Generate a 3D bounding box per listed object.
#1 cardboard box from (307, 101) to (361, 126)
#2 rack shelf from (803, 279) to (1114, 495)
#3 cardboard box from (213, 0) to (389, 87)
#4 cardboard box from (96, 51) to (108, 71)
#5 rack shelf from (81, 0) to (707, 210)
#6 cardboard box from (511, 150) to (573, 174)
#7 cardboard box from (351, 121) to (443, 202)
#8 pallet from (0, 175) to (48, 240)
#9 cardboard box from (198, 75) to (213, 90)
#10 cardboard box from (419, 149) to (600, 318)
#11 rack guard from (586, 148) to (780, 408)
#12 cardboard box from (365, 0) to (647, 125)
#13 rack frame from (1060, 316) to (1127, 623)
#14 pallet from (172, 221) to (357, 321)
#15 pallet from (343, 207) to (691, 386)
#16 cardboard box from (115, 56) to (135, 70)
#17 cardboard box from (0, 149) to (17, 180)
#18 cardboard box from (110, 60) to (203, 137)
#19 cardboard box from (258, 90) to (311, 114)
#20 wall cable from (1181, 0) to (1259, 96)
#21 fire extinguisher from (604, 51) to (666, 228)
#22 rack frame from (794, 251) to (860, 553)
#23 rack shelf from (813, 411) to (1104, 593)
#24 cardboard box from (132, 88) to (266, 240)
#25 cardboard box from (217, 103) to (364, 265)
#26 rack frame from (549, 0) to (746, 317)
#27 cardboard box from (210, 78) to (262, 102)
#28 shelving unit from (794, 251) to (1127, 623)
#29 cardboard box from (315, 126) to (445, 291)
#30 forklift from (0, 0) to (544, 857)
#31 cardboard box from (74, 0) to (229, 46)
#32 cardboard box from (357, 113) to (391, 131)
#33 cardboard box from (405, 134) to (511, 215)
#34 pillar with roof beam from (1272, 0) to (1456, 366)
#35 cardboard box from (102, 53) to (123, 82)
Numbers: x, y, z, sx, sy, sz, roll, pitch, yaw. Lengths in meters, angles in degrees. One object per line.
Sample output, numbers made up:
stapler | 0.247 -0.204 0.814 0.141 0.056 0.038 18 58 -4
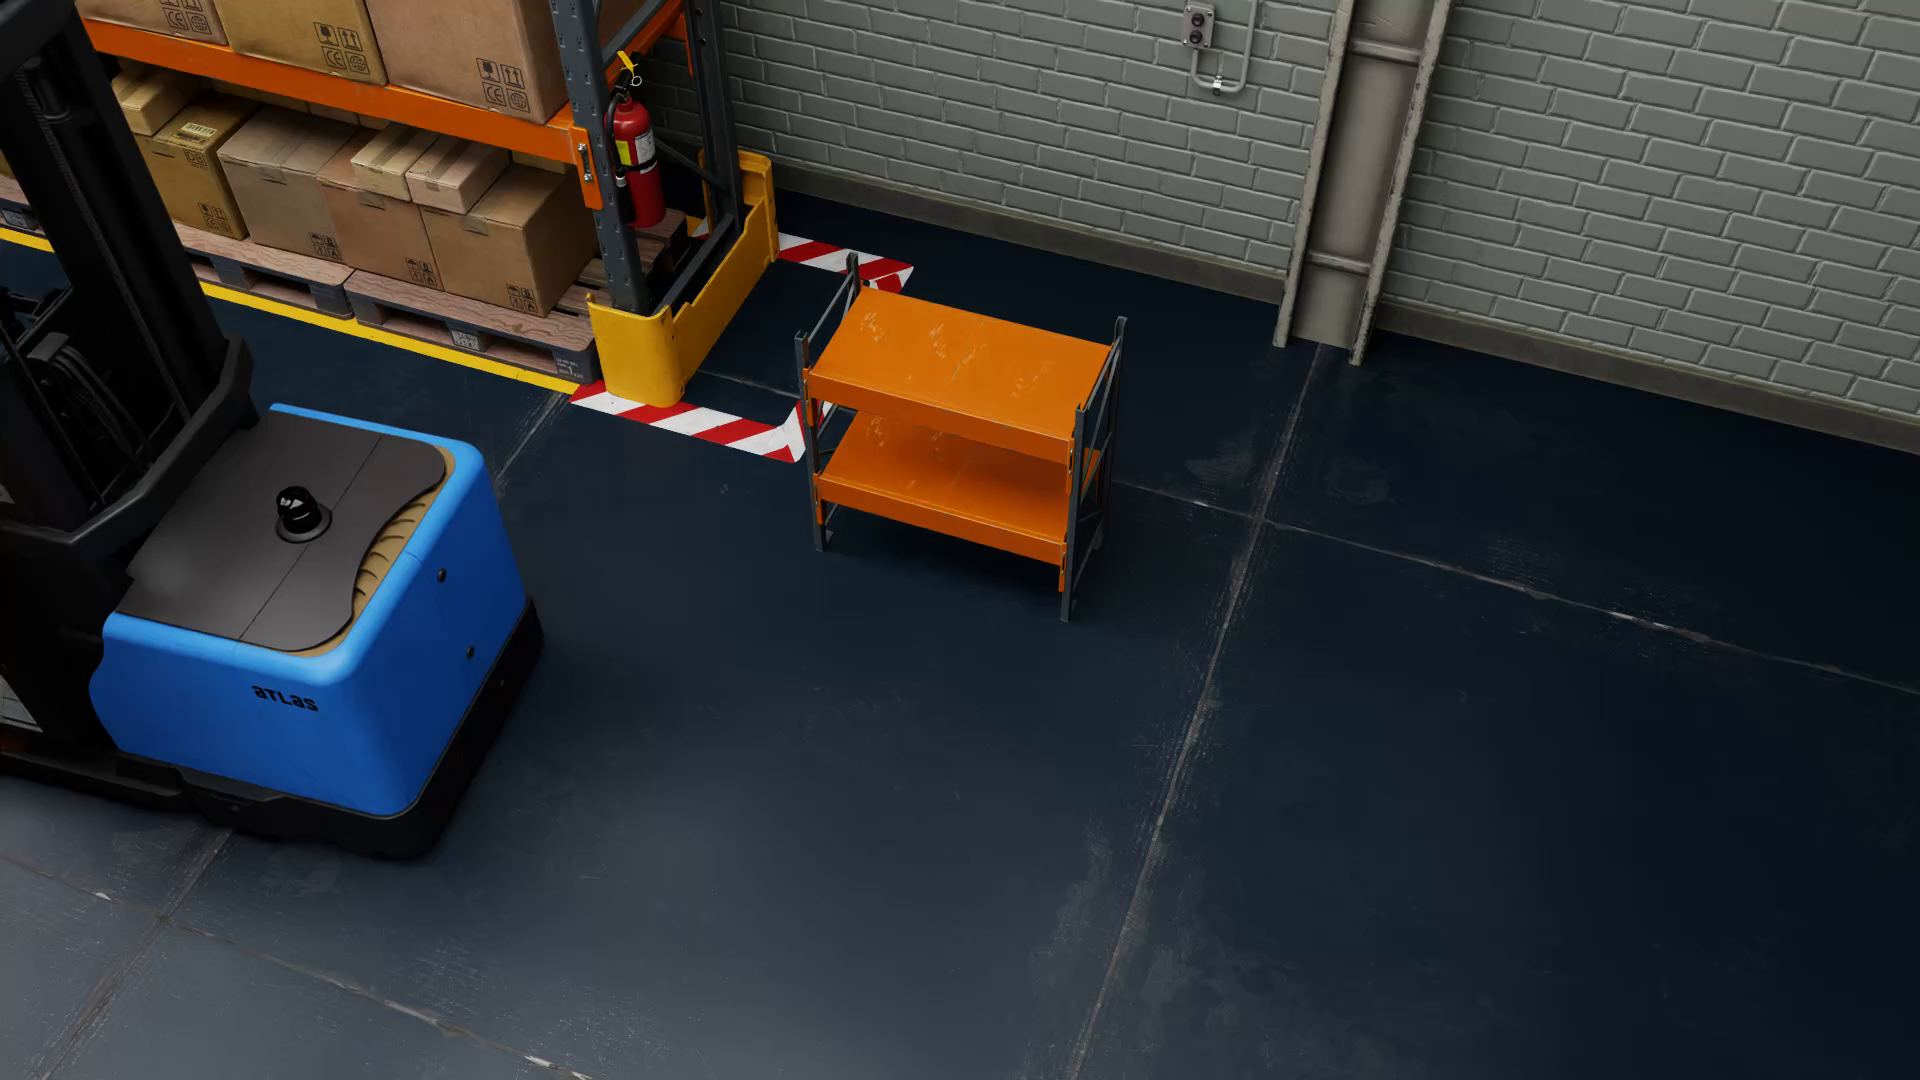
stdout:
cardboard box | -2.664 -2.015 7.325 0.250 0.149 0.380 16 51 14
rack shelf | 0.006 -0.558 5.969 1.000 0.278 0.538 16 51 13
cardboard box | -2.378 -2.405 6.518 0.700 0.700 0.980 15 51 13
cardboard box | -4.038 -2.089 7.389 0.250 0.149 0.380 17 51 14
rack shelf | -3.086 -2.286 7.089 4.000 0.370 1.077 16 51 13
cardboard box | -1.715 -1.750 7.096 0.250 0.149 0.380 16 51 13
cardboard box | -2.325 -1.612 6.976 0.250 0.149 0.380 17 51 14
pallet | -4.276 -1.877 8.104 1.213 0.211 1.003 16 51 13
cardboard box | -3.384 -2.215 7.498 0.250 0.149 0.380 16 51 14
cardboard box | -1.901 -1.429 7.246 0.500 0.500 0.700 16 51 13
rack guard | -1.187 -1.173 7.302 0.348 0.500 1.175 16 51 13
cardboard box | -1.692 -2.222 6.359 0.700 0.700 0.980 18 51 15
rack frame | 0.483 -0.234 6.075 0.032 1.125 0.500 16 51 13
pallet | -3.128 -1.559 7.828 1.213 0.211 1.003 16 51 13
pallet | -1.987 -1.238 7.550 1.213 0.211 1.003 16 51 13
cardboard box | -3.621 -2.282 7.556 0.250 0.149 0.380 14 51 12
cardboard box | -4.296 -2.096 7.824 0.500 0.500 0.700 16 51 14
cardboard box | -3.548 -1.952 7.271 0.250 0.149 0.380 14 51 12
cardboard box | -2.905 -2.081 7.382 0.250 0.149 0.380 16 51 13
wall cable | 0.319 -2.666 6.270 1.851 1.984 0.084 16 51 13
fire extinguisher | -1.228 -1.484 6.215 0.183 0.674 0.296 16 51 13
rack frame | -0.471 -0.500 6.305 0.032 1.125 0.500 16 51 13
rack shelf | 0.006 -0.207 6.375 1.000 0.278 0.538 16 51 13
cardboard box | -3.345 -1.826 7.590 0.500 0.500 0.700 17 51 14
cardboard box | -2.843 -1.691 7.474 0.500 0.500 0.700 14 51 12
rack frame | -1.210 -1.998 6.363 0.127 3.000 1.000 16 51 13
cardboard box | -3.142 -2.148 7.440 0.250 0.149 0.380 15 51 12
shelving unit | 0.006 -0.367 6.190 1.048 1.125 0.538 16 51 13
cardboard box | -2.371 -1.560 7.360 0.500 0.500 0.700 15 51 13
forklift | -3.127 -0.511 5.120 3.031 2.935 1.130 12 50 10
cardboard box | -3.090 -2.611 6.696 0.700 0.700 0.980 13 50 11
cardboard box | -2.425 -1.948 7.267 0.250 0.149 0.380 16 51 13
cardboard box | -2.085 -1.546 6.918 0.250 0.149 0.380 15 51 13
pillar with roof beam | 0.131 -0.817 1.370 0.400 9.000 9.100 16 51 13
cardboard box | -3.826 -1.962 7.708 0.500 0.500 0.700 15 51 13
